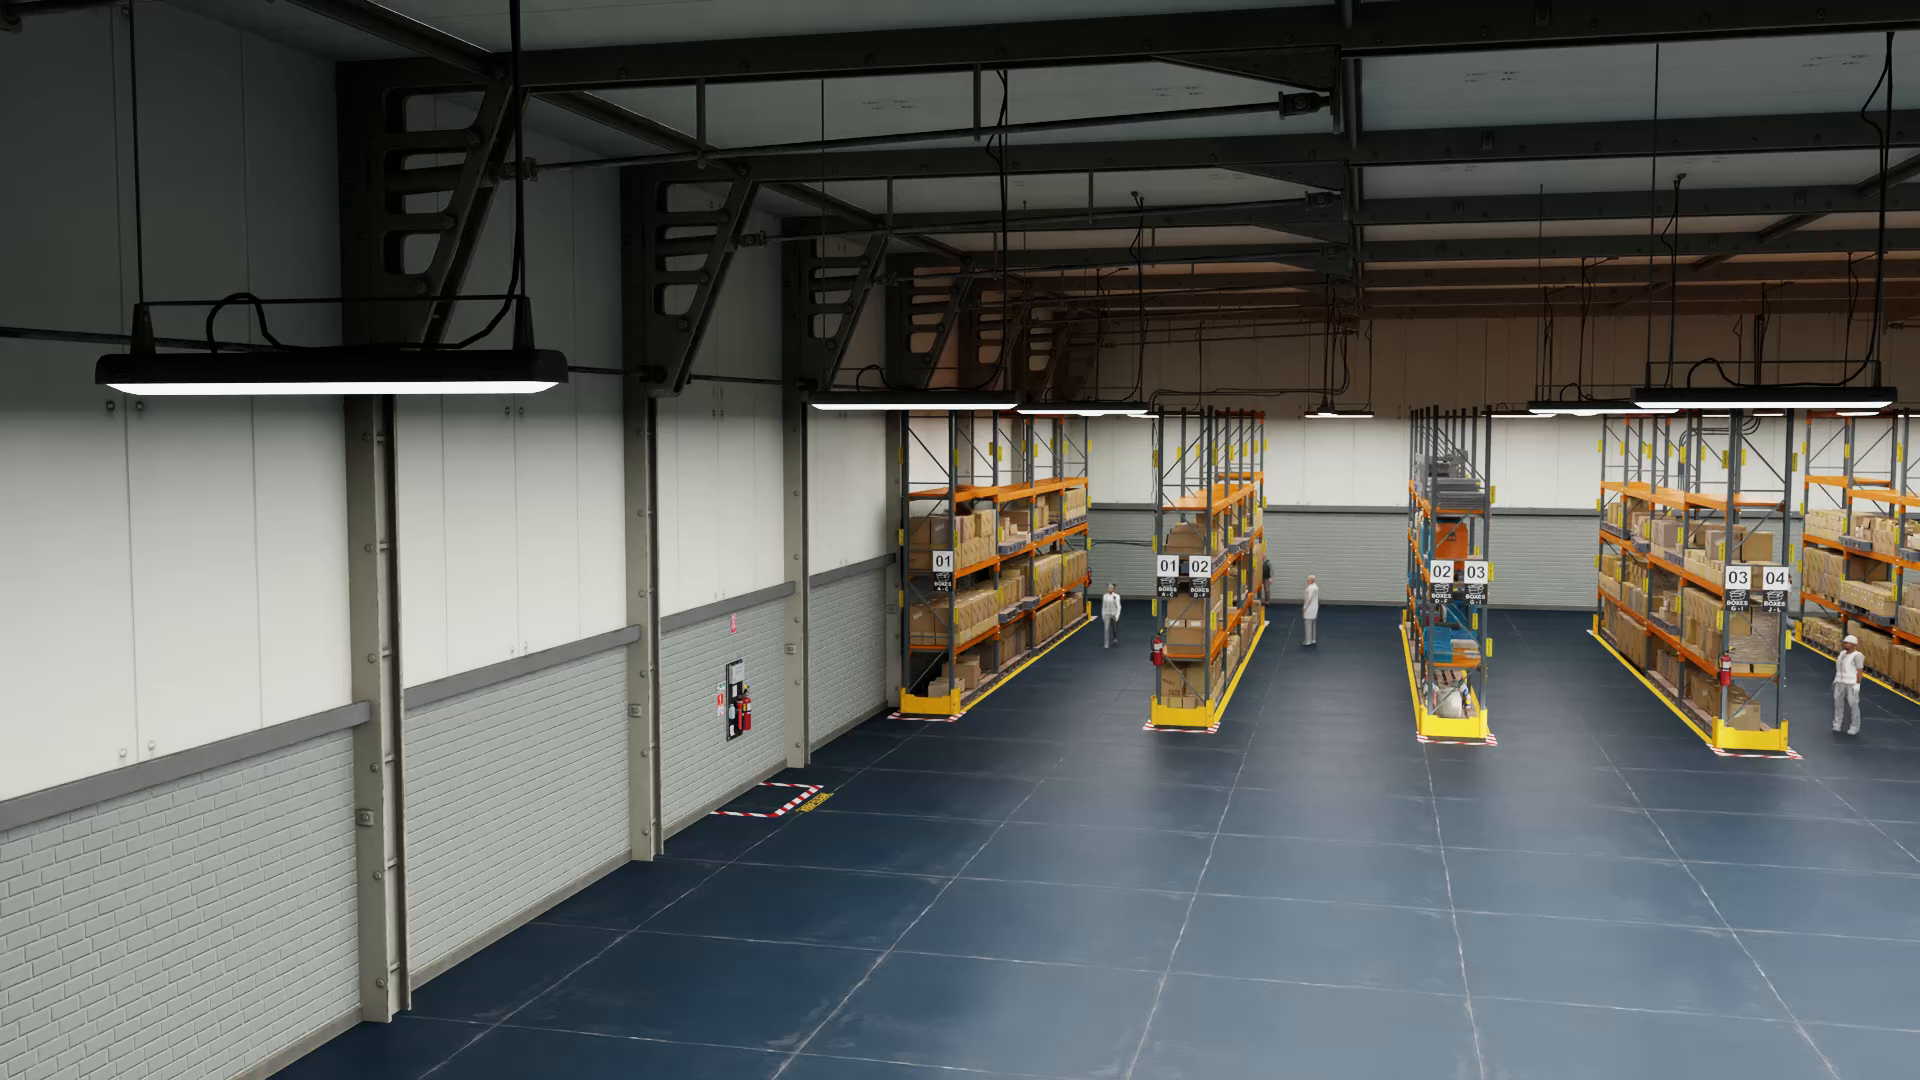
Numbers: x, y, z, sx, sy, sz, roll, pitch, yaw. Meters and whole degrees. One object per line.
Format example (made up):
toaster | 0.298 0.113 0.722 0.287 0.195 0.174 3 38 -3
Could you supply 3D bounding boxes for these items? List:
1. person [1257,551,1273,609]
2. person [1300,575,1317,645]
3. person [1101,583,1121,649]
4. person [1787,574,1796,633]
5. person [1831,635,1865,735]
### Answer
person | 9.305 1.225 50.928 0.557 1.746 0.588 0 4 -1
person | 8.873 1.848 42.398 0.439 1.678 0.599 2 5 26
person | 3.821 1.858 42.032 0.499 1.580 0.765 1 4 8
person | 22.060 1.706 44.459 0.778 1.635 0.515 1 4 18
person | 16.267 2.634 30.478 0.411 1.792 0.601 -2 5 -29
